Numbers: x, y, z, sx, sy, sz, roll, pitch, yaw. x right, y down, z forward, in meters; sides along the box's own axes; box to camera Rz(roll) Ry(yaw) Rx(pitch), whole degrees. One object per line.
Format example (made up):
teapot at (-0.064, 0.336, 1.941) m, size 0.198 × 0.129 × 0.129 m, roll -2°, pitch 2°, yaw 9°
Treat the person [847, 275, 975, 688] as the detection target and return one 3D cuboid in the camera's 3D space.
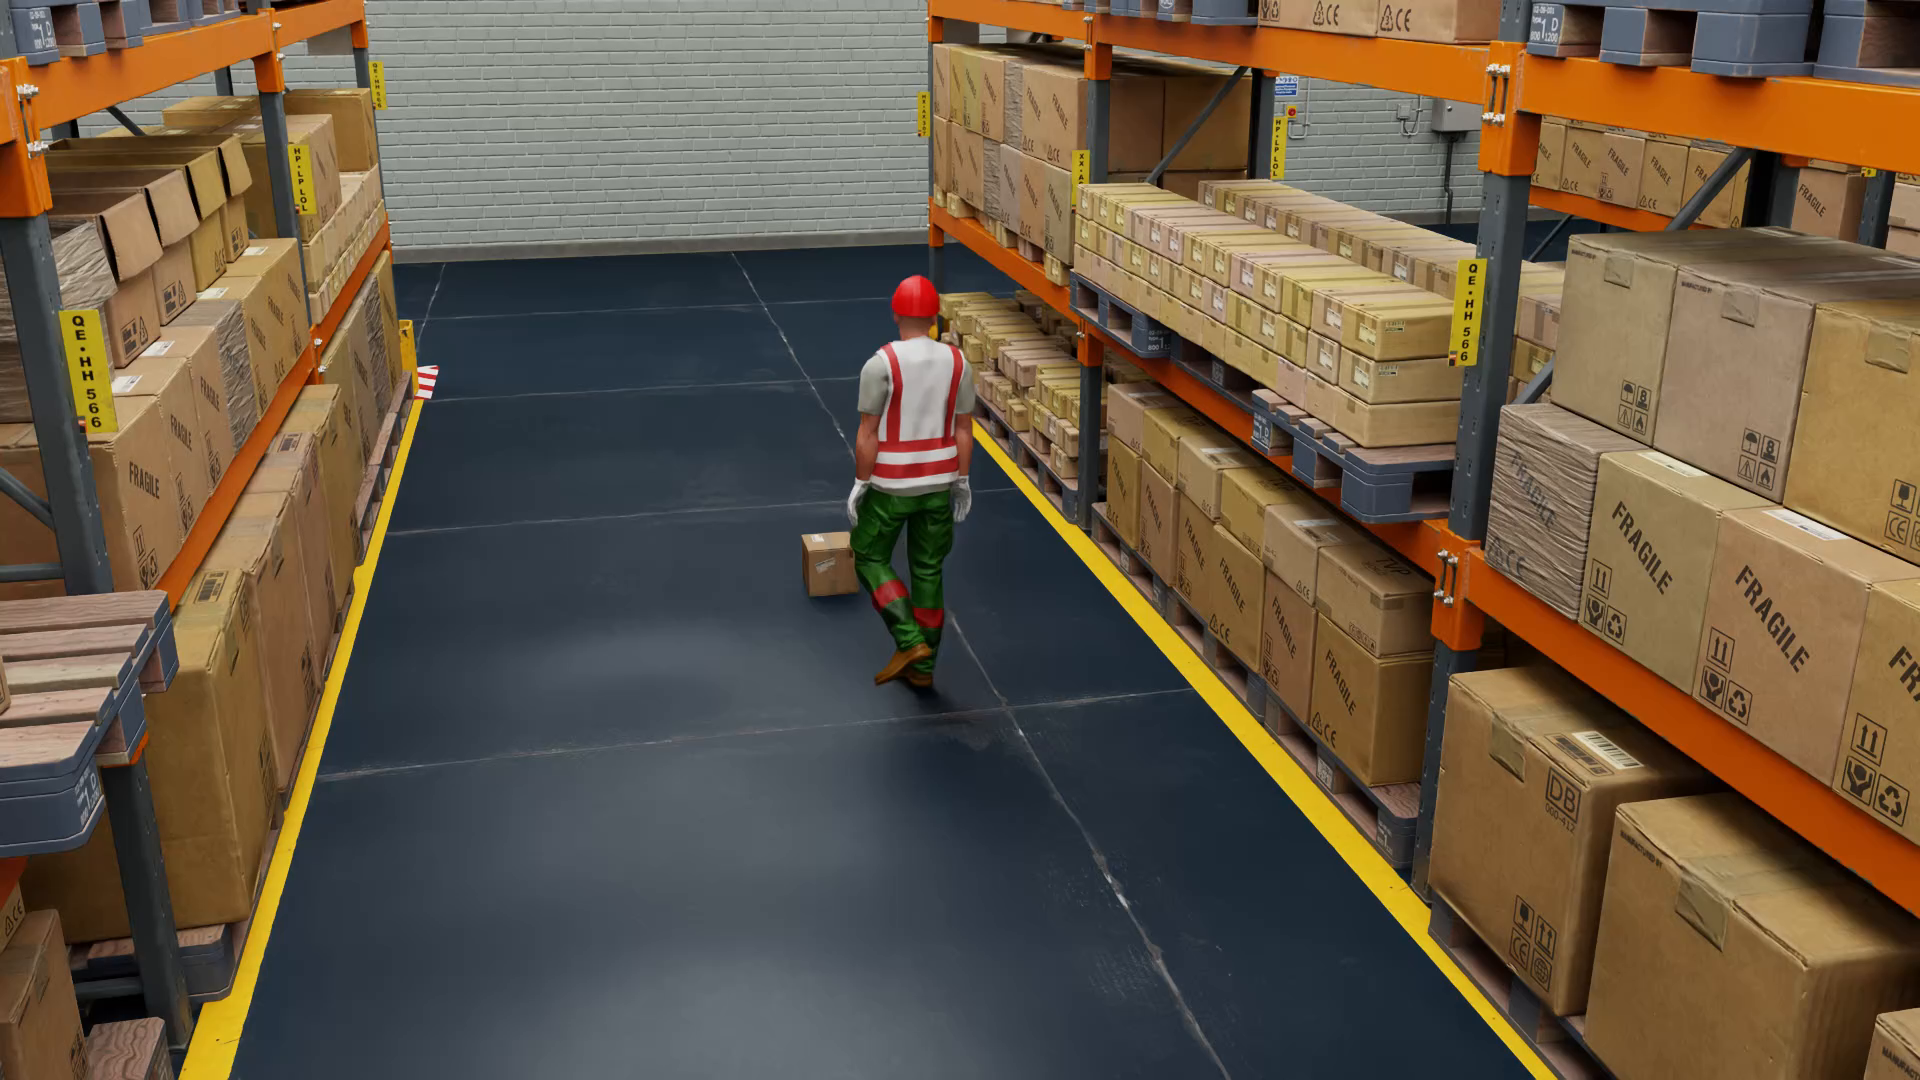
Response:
person at (-0.187, -0.214, 7.073) m, size 0.584 × 1.783 × 0.547 m, roll -8°, pitch 21°, yaw -22°
